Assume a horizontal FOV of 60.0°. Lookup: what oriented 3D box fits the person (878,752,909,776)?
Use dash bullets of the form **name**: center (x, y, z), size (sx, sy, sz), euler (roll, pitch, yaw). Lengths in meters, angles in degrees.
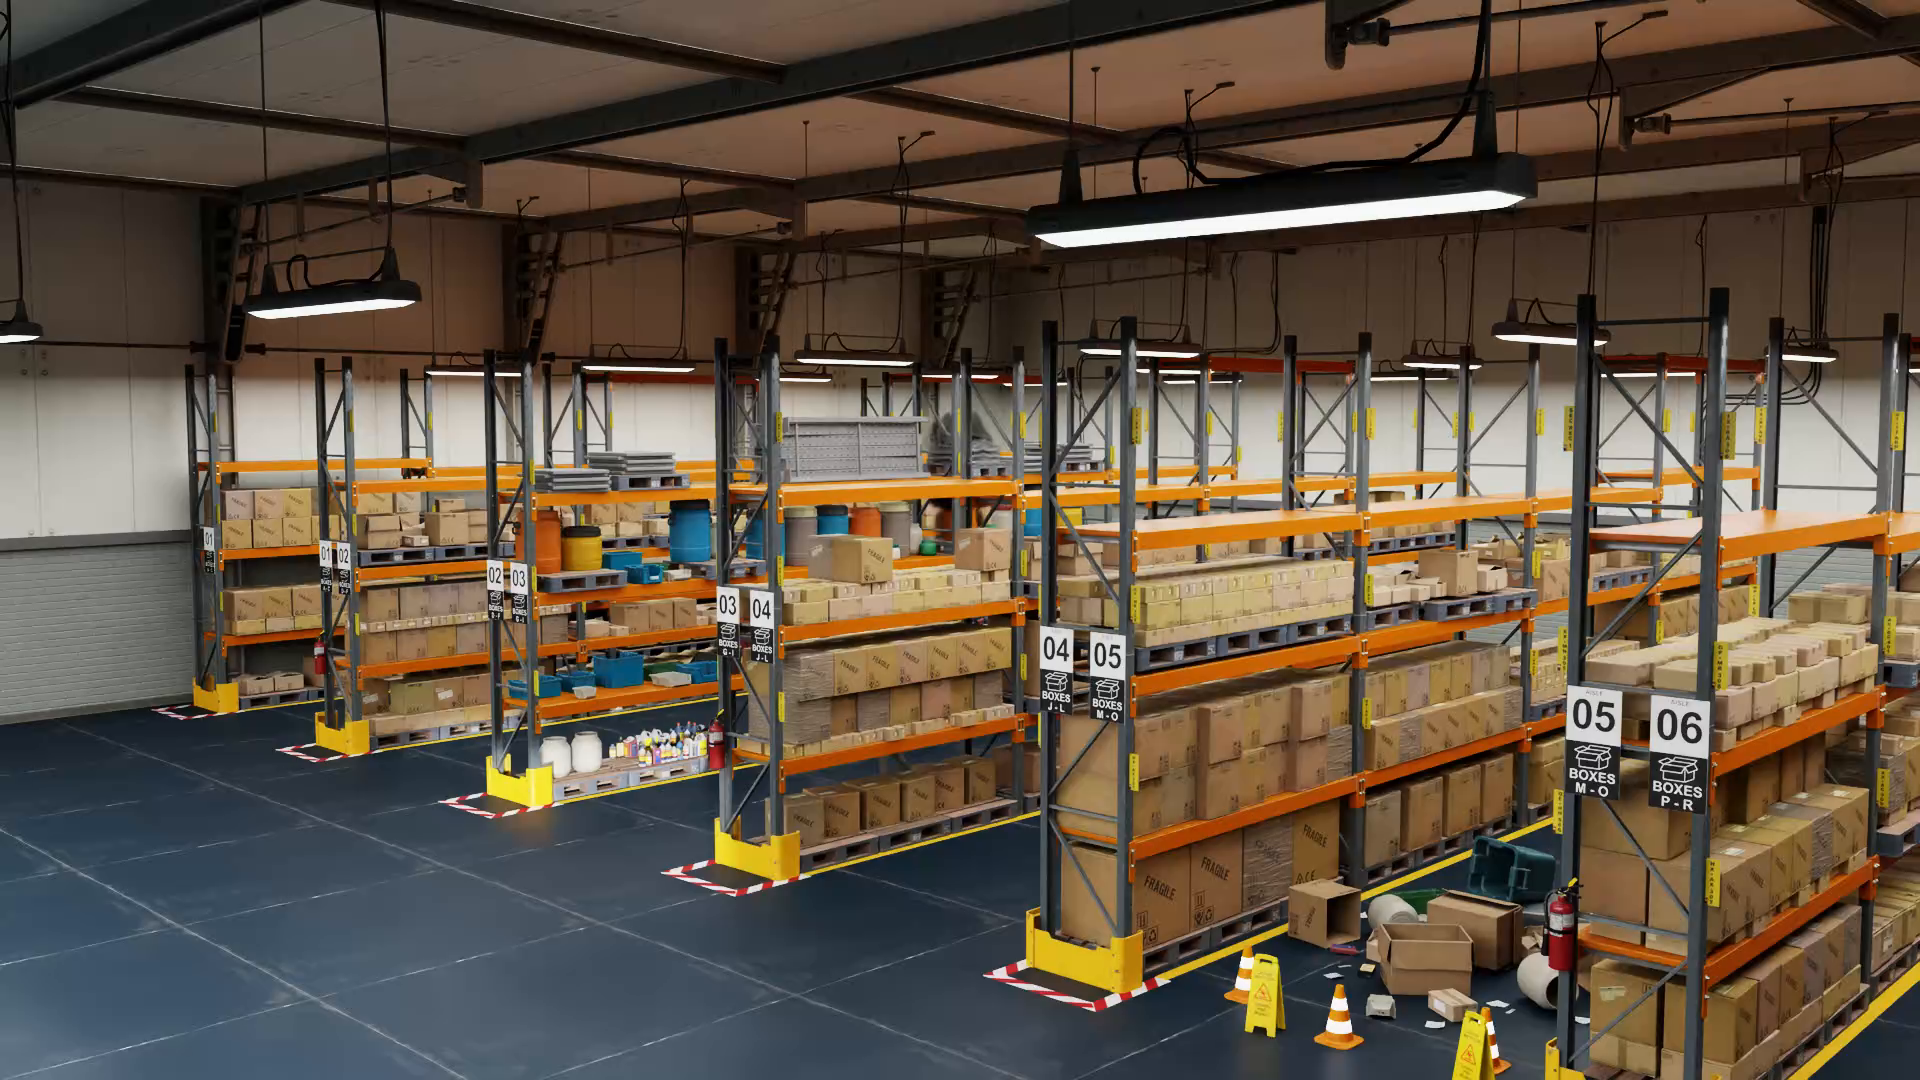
- **person**: center (-0.964, 2.651, 22.719), size (0.648, 1.601, 0.645), euler (-1, 4, -9)
